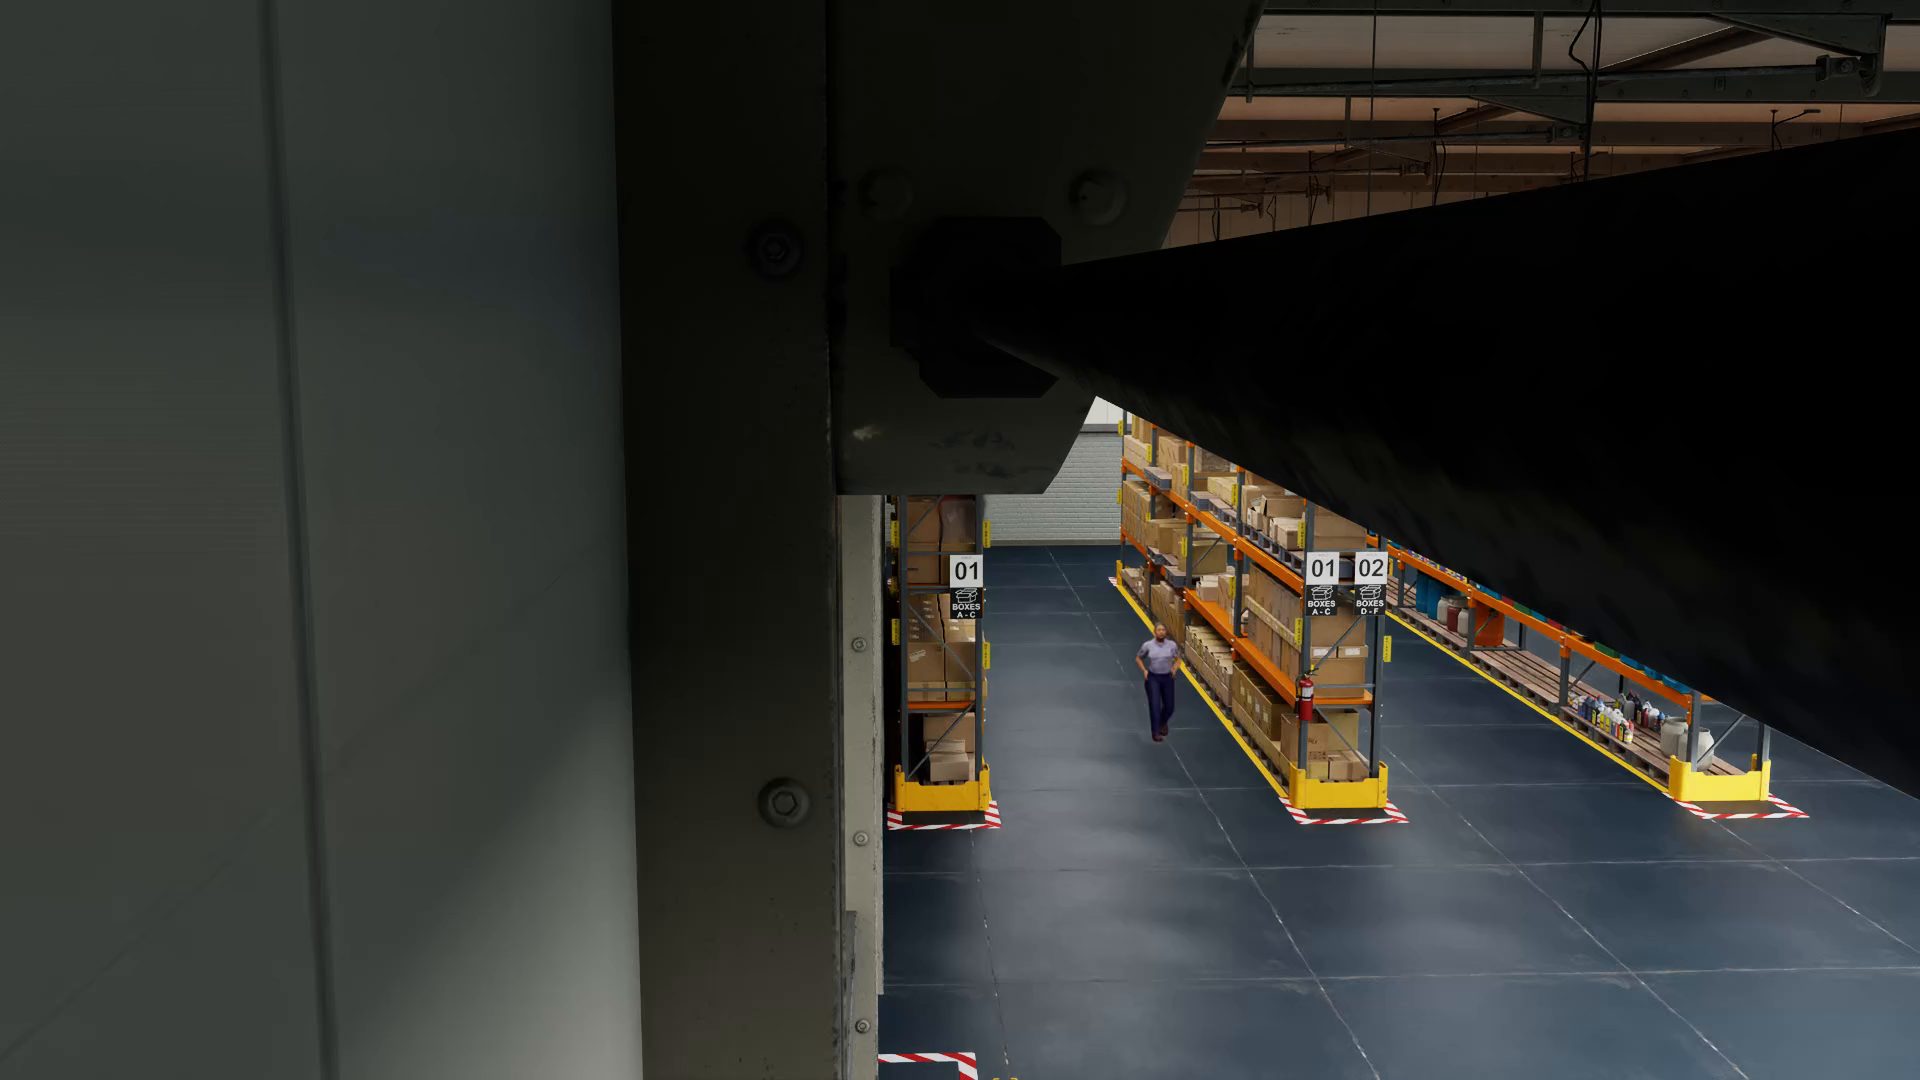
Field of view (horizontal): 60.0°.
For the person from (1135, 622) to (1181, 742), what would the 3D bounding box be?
[{"bbox_3d":[2.711,1.933,22.686,0.623,1.610,0.552,0,8,-3],"label":"person"}]
